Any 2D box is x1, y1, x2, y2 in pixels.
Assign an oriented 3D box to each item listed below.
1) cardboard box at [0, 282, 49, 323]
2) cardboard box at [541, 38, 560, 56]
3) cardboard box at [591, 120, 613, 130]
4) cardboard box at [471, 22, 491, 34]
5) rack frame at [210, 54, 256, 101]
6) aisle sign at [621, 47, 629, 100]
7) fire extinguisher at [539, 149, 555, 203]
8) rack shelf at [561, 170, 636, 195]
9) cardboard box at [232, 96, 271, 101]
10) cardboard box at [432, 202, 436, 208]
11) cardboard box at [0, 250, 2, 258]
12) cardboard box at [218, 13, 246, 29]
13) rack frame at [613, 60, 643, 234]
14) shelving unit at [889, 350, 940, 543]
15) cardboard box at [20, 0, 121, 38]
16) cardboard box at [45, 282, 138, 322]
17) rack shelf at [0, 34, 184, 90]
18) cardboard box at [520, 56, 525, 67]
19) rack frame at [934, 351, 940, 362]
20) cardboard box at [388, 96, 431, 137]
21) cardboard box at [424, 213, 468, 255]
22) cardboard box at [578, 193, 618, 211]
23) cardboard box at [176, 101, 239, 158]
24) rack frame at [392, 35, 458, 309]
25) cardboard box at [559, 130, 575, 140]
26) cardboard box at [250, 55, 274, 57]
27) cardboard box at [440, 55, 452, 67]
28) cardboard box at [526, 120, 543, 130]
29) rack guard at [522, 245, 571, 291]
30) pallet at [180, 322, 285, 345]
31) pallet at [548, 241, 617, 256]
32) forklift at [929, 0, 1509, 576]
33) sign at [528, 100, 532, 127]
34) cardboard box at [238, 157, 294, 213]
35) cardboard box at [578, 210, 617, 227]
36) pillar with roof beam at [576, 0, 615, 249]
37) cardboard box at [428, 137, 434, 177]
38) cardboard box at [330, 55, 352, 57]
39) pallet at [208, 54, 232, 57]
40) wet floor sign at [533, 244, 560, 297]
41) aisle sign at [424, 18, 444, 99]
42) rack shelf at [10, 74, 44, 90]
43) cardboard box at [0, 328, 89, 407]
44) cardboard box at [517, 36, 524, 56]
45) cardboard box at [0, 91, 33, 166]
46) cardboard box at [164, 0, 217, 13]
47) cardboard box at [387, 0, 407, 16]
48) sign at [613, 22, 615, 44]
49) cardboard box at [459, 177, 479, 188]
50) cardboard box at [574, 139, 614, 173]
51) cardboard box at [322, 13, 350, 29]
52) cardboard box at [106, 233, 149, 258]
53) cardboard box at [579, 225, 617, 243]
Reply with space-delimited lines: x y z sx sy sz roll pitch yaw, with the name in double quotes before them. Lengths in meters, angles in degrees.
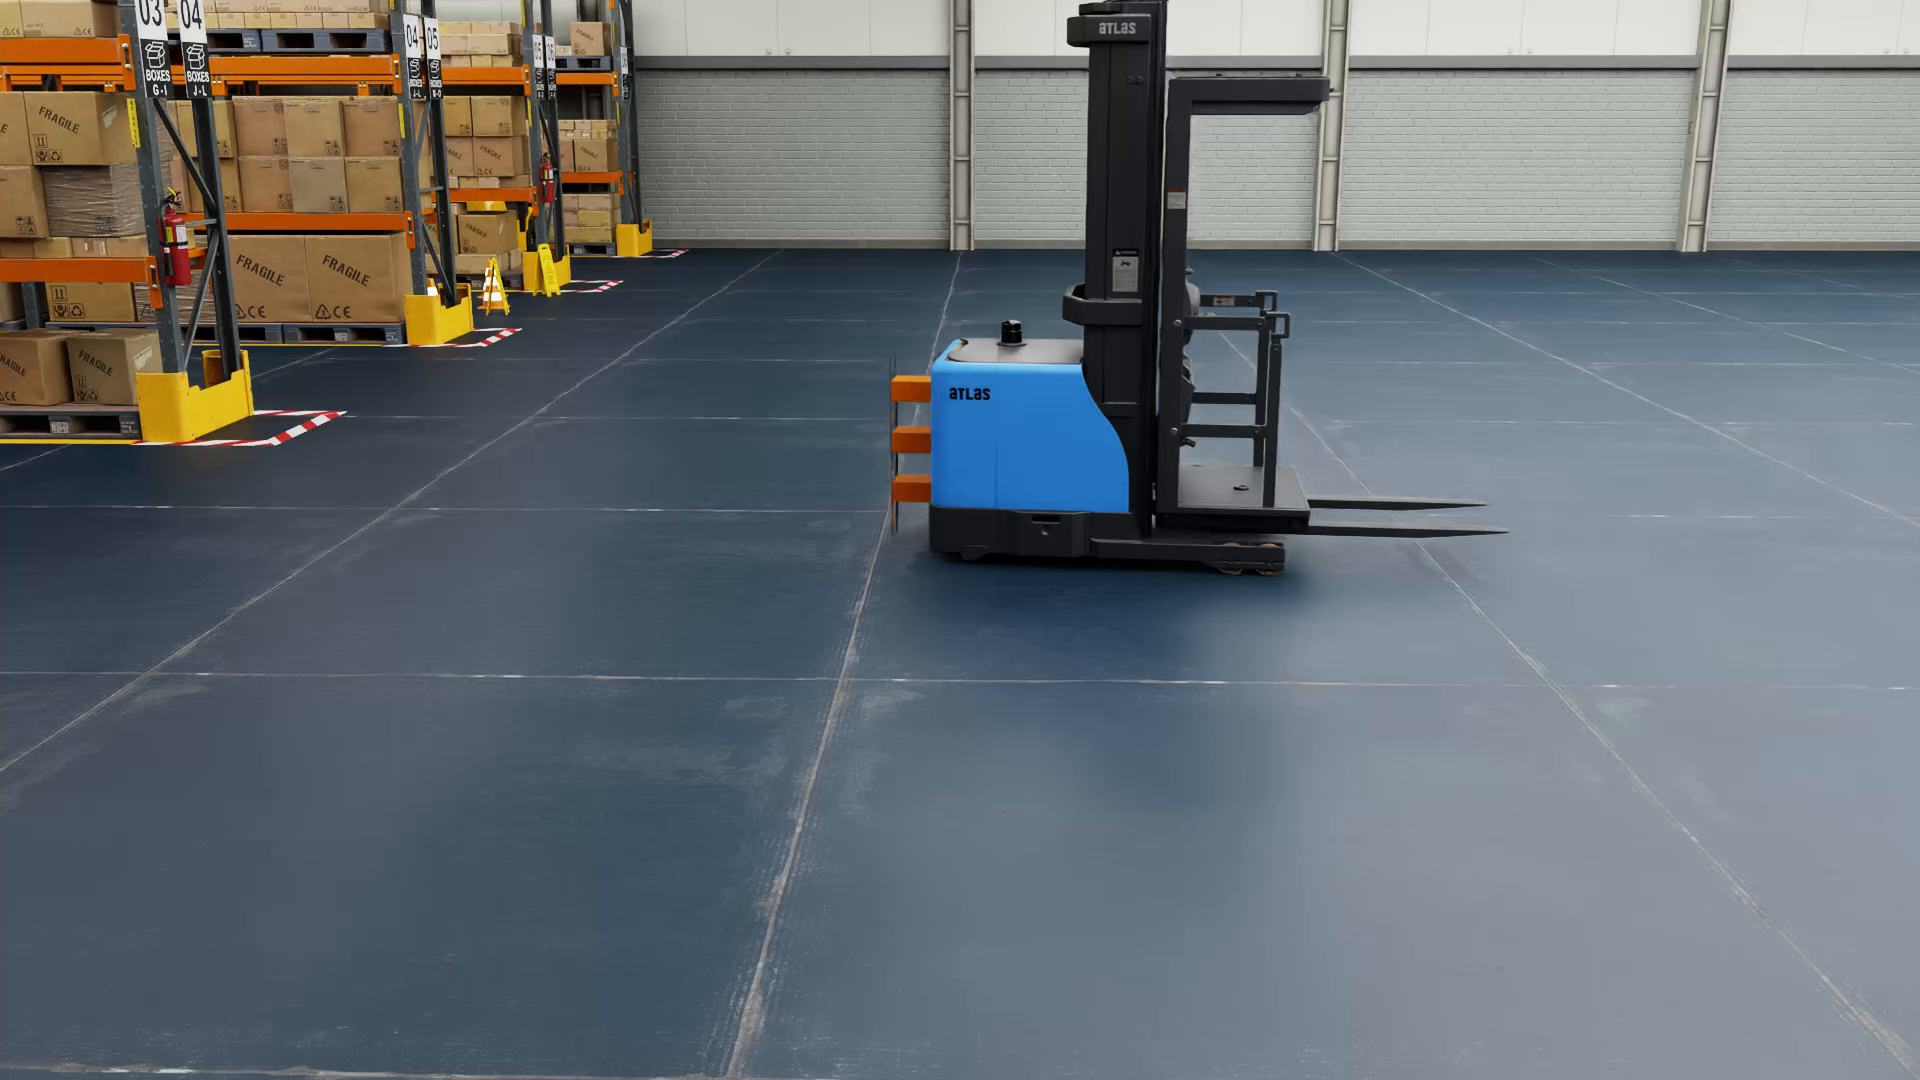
"cardboard box" -10.059 -2.690 17.244 0.750 0.750 1.050 0 15 1
"cardboard box" -6.378 -7.663 25.870 0.258 0.266 0.396 0 15 2
"cardboard box" -5.652 -6.551 26.240 0.250 0.149 0.380 0 15 2
"cardboard box" -6.014 -6.484 21.085 0.250 0.149 0.380 1 15 2
"rack frame" -9.410 -4.857 21.870 0.127 3.000 1.000 0 15 1
"aisle sign" -5.231 -7.278 25.952 0.004 0.787 0.394 0 15 1
"fire extinguisher" -5.309 -4.675 21.332 0.183 0.674 0.296 0 15 1
"rack shelf" -7.288 -5.762 26.710 4.000 0.370 1.077 0 15 1
"cardboard box" -8.976 -5.474 21.471 0.500 0.500 0.700 0 15 1
"cardboard box" -6.839 -4.307 21.611 0.250 0.149 0.380 1 15 2
"cardboard box" -6.955 -2.140 12.062 0.250 0.149 0.380 0 15 1
"cardboard box" -7.048 -5.072 16.279 0.250 0.149 0.380 0 15 2
"rack frame" -5.289 -6.097 26.569 0.127 3.000 1.000 0 15 1
"shelving unit" -0.246 -0.514 9.231 0.252 1.050 0.215 2 15 7
"cardboard box" -6.153 -3.620 11.595 0.500 0.250 0.500 1 15 3
"cardboard box" -8.809 -2.748 17.217 0.875 0.875 0.875 1 15 2
"rack shelf" -7.664 -3.419 11.950 4.000 0.370 1.077 0 15 1
"cardboard box" -5.735 -6.245 21.742 0.250 0.149 0.380 0 15 1
"rack frame" -0.125 -0.511 9.217 0.008 1.050 0.200 2 15 7
"cardboard box" -6.946 -5.437 21.327 0.500 0.500 0.700 0 15 1
"cardboard box" -6.741 -4.008 21.750 0.500 0.500 0.500 1 15 4
"cardboard box" -5.757 -5.377 26.448 0.500 0.250 0.500 1 15 3
"cardboard box" -7.449 -4.164 16.830 0.500 0.550 0.875 0 15 1
"rack frame" -5.437 -3.568 16.984 0.127 3.000 1.000 0 15 1
"cardboard box" -6.157 -6.401 26.254 0.250 0.149 0.380 1 15 2
"cardboard box" -8.845 -6.105 21.211 0.250 0.149 0.380 0 15 1
"cardboard box" -6.541 -6.113 21.243 0.250 0.149 0.380 0 15 2
"cardboard box" -6.672 -6.534 26.174 0.250 0.149 0.380 1 15 3
"rack guard" -5.488 -3.623 22.092 0.348 0.500 1.175 0 15 1
"pallet" -7.455 -2.214 17.316 1.213 0.211 1.003 0 15 1
"pallet" -6.054 -4.743 26.903 1.213 0.211 1.003 0 15 1
"forklift" 1.387 -1.375 8.806 3.031 2.935 1.130 2 15 7
"sign" -5.446 -5.402 21.047 0.005 0.325 0.100 0 15 1
"cardboard box" -6.916 -3.665 17.058 0.550 0.550 0.875 0 15 1
"cardboard box" -5.783 -5.136 26.512 0.500 0.250 0.500 0 15 1
"pillar with roof beam" -6.072 -8.134 22.531 0.400 9.000 9.100 0 15 1
"cardboard box" -6.962 -4.965 21.500 0.500 0.500 0.500 0 15 1
"cardboard box" -7.819 -6.091 21.158 0.250 0.149 0.380 0 15 0
"pallet" -10.025 -6.248 21.629 1.003 0.211 1.213 0 15 1
"wet floor sign" -5.249 -3.418 21.032 0.232 0.644 0.267 6 16 21
"aisle sign" -5.359 -4.901 16.940 0.004 0.787 0.394 0 15 1
"rack shelf" -11.435 -4.710 16.841 4.000 0.370 1.077 0 15 1
"cardboard box" -6.887 -1.302 12.470 0.500 0.500 0.500 4 15 16
"cardboard box" -5.908 -6.424 21.639 0.500 0.250 0.500 0 15 0
"cardboard box" -6.721 -2.922 11.795 0.500 0.500 0.500 0 15 1
"cardboard box" -7.439 -5.283 16.297 0.500 0.250 0.500 1 15 2
"cardboard box" -5.913 -5.410 16.776 0.500 0.250 0.500 0 15 1
"sign" -5.316 -7.799 25.559 0.005 0.325 0.100 0 15 1
"cardboard box" -6.303 -4.638 21.531 0.250 0.149 0.380 0 15 0
"cardboard box" -5.787 -6.081 26.314 0.500 0.500 0.500 0 15 0
"cardboard box" -6.030 -5.066 16.254 0.250 0.149 0.380 0 15 2
"cardboard box" -5.955 -2.131 12.031 0.250 0.149 0.380 0 15 1
"cardboard box" -5.766 -4.893 26.572 0.500 0.250 0.500 0 15 2
